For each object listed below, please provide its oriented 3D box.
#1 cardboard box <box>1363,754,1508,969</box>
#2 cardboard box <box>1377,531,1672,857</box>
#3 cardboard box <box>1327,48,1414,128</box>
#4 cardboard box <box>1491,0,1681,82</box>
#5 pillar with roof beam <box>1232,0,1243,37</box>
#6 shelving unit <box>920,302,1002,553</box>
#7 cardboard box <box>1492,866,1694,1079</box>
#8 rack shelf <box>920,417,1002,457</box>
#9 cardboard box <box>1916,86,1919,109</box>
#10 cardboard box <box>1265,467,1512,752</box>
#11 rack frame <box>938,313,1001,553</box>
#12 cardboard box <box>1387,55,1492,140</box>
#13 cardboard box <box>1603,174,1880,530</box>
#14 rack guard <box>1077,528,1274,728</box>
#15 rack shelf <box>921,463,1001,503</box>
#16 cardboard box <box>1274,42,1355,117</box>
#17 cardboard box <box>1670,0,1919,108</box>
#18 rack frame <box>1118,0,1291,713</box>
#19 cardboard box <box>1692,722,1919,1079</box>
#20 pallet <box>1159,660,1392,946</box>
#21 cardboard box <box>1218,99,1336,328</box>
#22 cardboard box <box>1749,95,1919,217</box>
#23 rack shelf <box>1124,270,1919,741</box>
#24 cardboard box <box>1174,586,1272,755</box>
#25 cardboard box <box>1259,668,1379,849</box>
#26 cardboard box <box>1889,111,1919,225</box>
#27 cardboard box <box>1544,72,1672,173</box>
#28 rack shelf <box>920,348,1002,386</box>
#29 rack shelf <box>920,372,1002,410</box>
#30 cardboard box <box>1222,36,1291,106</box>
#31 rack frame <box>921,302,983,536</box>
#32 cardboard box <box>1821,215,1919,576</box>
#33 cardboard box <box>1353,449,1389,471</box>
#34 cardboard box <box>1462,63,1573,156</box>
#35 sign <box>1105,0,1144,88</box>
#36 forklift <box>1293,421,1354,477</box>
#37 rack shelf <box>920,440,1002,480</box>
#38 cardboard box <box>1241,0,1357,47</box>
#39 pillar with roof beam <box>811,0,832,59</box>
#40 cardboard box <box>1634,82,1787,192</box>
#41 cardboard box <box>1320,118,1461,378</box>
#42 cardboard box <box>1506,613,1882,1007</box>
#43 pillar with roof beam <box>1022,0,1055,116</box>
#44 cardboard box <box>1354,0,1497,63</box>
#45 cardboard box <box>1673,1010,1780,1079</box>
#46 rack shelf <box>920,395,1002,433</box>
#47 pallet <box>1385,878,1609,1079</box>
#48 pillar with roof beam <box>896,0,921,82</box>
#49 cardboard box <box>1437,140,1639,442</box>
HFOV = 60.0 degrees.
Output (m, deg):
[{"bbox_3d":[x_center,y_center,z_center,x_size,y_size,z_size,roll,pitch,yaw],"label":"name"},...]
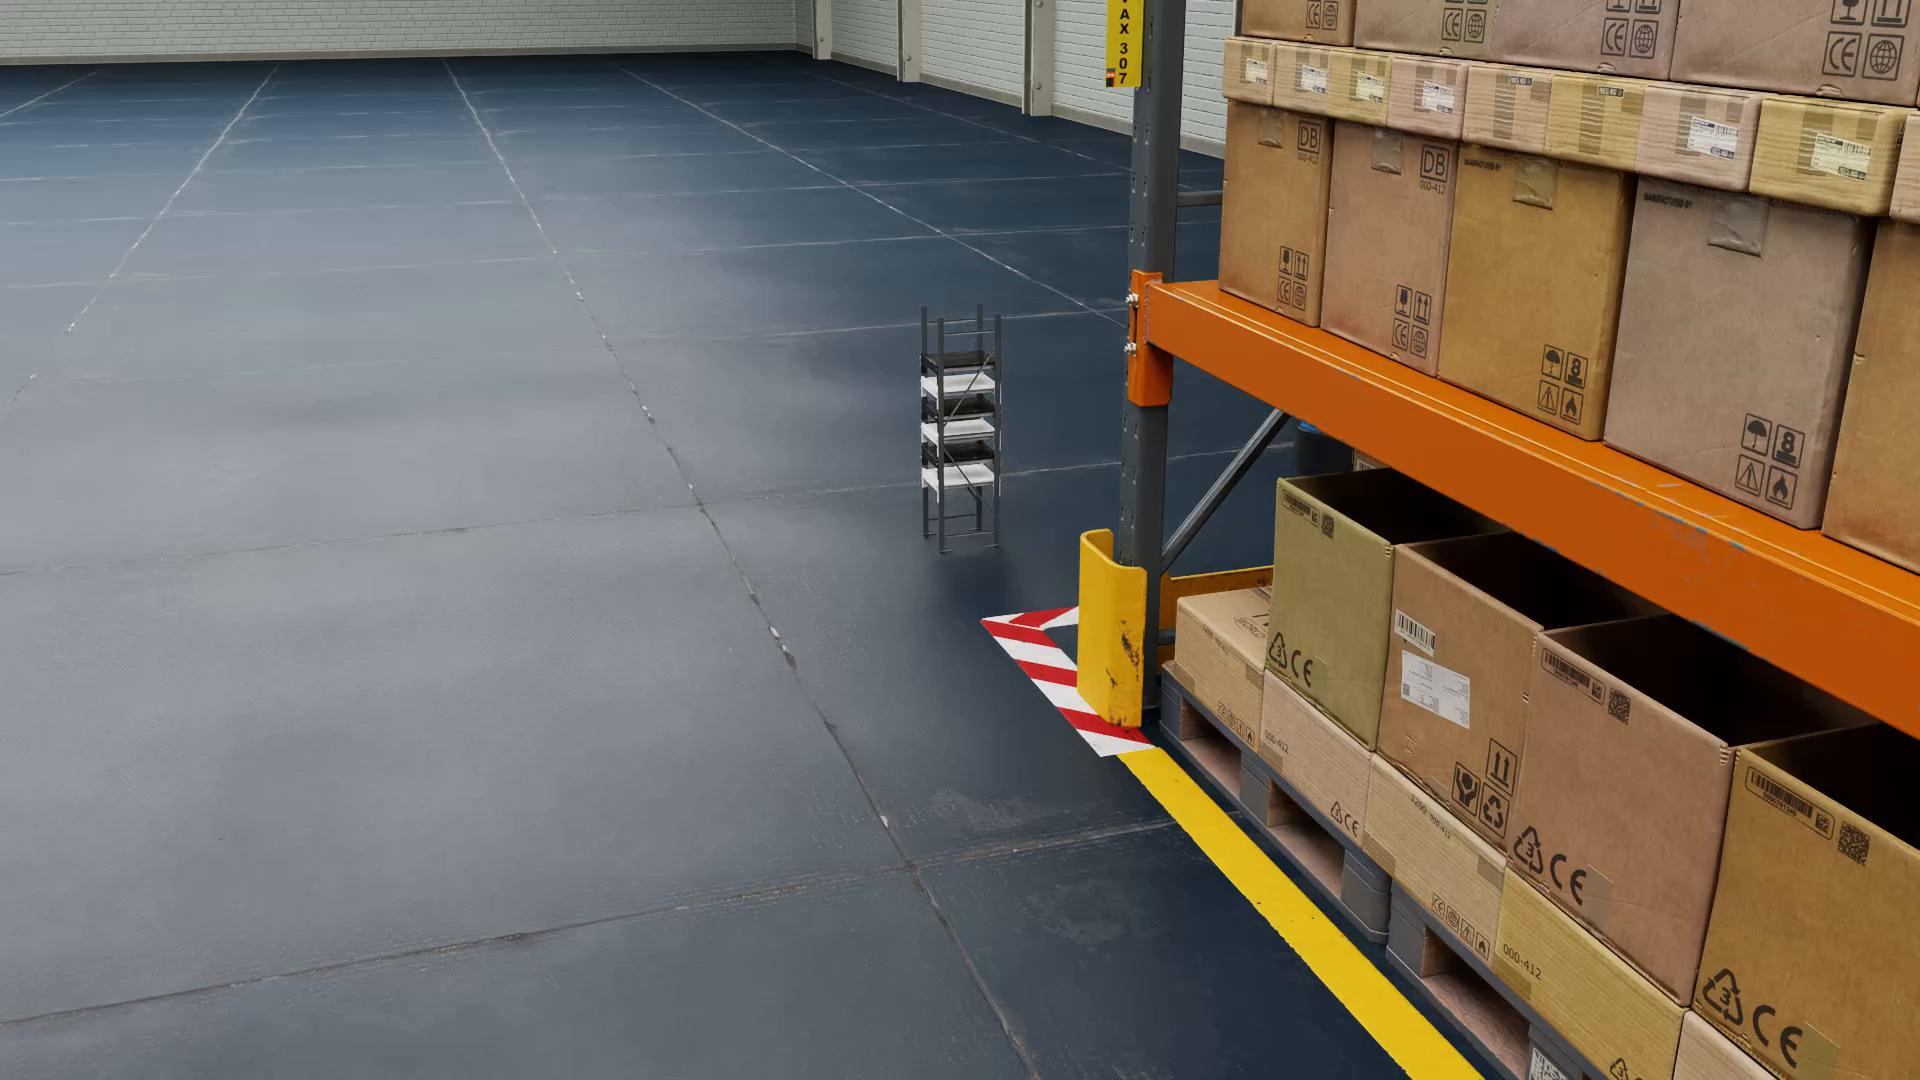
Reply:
[{"bbox_3d":[1.234,0.650,3.617,0.500,0.250,0.500,-6,21,-17],"label":"cardboard box"},{"bbox_3d":[1.245,0.295,3.494,0.500,0.500,0.500,-6,21,-17],"label":"cardboard box"},{"bbox_3d":[1.041,-1.002,3.661,0.380,0.149,0.250,-6,21,-17],"label":"cardboard box"},{"bbox_3d":[1.440,-1.123,3.038,0.700,0.500,0.500,-6,21,-17],"label":"cardboard box"},{"bbox_3d":[-1.156,-7.575,14.193,9.100,9.000,0.400,-6,21,-17],"label":"pillar with roof beam"},{"bbox_3d":[0.003,-0.421,6.257,0.258,0.900,0.210,-6,21,-17],"label":"shelving unit"},{"bbox_3d":[1.387,0.811,3.169,0.500,0.250,0.500,-6,21,-17],"label":"cardboard box"},{"bbox_3d":[0.003,-0.390,6.268,0.258,0.077,0.200,-6,21,-17],"label":"rack shelf"},{"bbox_3d":[1.754,-0.802,2.144,0.700,0.500,0.500,-6,21,-17],"label":"cardboard box"},{"bbox_3d":[1.076,0.136,3.936,0.500,0.500,0.500,-6,21,-17],"label":"cardboard box"},{"bbox_3d":[0.034,-0.388,6.166,0.240,0.900,0.006,-6,21,-17],"label":"rack frame"},{"bbox_3d":[1.118,-0.921,3.435,0.380,0.149,0.250,-7,21,-18],"label":"cardboard box"},{"bbox_3d":[1.583,-0.362,2.840,0.700,0.500,0.500,-6,21,-16],"label":"cardboard box"},{"bbox_3d":[0.952,0.206,5.104,1.175,0.500,0.348,-6,21,-17],"label":"rack guard"},{"bbox_3d":[0.003,-0.220,6.329,0.258,0.077,0.200,-6,21,-17],"label":"rack shelf"},{"bbox_3d":[0.964,-1.082,3.885,0.380,0.149,0.250,-7,21,-19],"label":"cardboard box"},{"bbox_3d":[1.598,-0.962,2.590,0.700,0.500,0.500,-6,21,-17],"label":"cardboard box"},{"bbox_3d":[0.959,-0.963,4.660,1.000,3.000,0.127,-6,21,-17],"label":"rack frame"},{"bbox_3d":[1.557,0.617,2.599,0.500,0.500,0.500,-6,21,-17],"label":"cardboard box"},{"bbox_3d":[1.240,0.590,4.461,1.003,0.211,1.213,-6,21,-17],"label":"pallet"},{"bbox_3d":[1.094,-0.859,4.223,0.700,0.500,0.500,-6,21,-17],"label":"cardboard box"},{"bbox_3d":[1.444,-0.589,2.511,0.380,0.149,0.250,-6,21,-15],"label":"cardboard box"},{"bbox_3d":[1.588,0.017,2.995,1.077,0.370,4.000,-6,21,-17],"label":"rack shelf"},{"bbox_3d":[0.917,0.329,4.509,0.500,0.250,0.500,-6,21,-17],"label":"cardboard box"},{"bbox_3d":[1.078,0.489,4.064,0.500,0.250,0.500,-6,21,-17],"label":"cardboard box"},{"bbox_3d":[1.530,-0.504,2.275,0.380,0.149,0.250,-6,21,-16],"label":"cardboard box"},{"bbox_3d":[1.285,-0.754,2.970,0.380,0.149,0.250,-7,21,-18],"label":"cardboard box"},{"bbox_3d":[0.003,-0.644,6.177,0.258,0.077,0.200,-6,21,-17],"label":"rack shelf"},{"bbox_3d":[0.003,-0.559,6.208,0.258,0.077,0.200,-6,21,-17],"label":"rack shelf"},{"bbox_3d":[0.878,-1.167,4.120,0.380,0.149,0.250,-7,21,-18],"label":"cardboard box"},{"bbox_3d":[-0.029,-0.454,6.348,0.240,0.900,0.006,-6,21,-17],"label":"rack frame"},{"bbox_3d":[1.745,-0.198,2.383,0.700,0.500,0.500,-6,21,-16],"label":"cardboard box"},{"bbox_3d":[1.411,-0.079,4.536,0.500,0.500,0.500,-6,21,-17],"label":"cardboard box"},{"bbox_3d":[1.204,-0.836,3.198,0.380,0.149,0.250,-7,21,-19],"label":"cardboard box"},{"bbox_3d":[0.431,-1.351,4.342,0.100,0.325,0.005,-6,21,-17],"label":"sign"},{"bbox_3d":[2.811,-1.340,5.810,3.031,2.935,1.130,17,26,39],"label":"forklift"},{"bbox_3d":[0.003,-0.305,6.299,0.258,0.077,0.200,-6,21,-17],"label":"rack shelf"},{"bbox_3d":[1.111,-1.453,3.956,0.700,0.500,0.500,-6,21,-17],"label":"cardboard box"},{"bbox_3d":[-6.814,-13.351,30.275,9.100,9.000,0.400,-6,21,-17],"label":"pillar with roof beam"},{"bbox_3d":[1.361,-0.673,2.746,0.380,0.149,0.250,-6,21,-17],"label":"cardboard box"},{"bbox_3d":[1.264,-0.691,3.755,0.700,0.500,0.500,-6,21,-16],"label":"cardboard box"},{"bbox_3d":[1.386,0.458,3.042,0.500,0.500,0.500,-6,21,-17],"label":"cardboard box"},{"bbox_3d":[-3.042,-9.500,19.554,9.100,9.000,0.400,-6,21,-17],"label":"pillar with roof beam"},{"bbox_3d":[1.281,-1.284,3.488,0.700,0.500,0.500,-7,21,-19],"label":"cardboard box"},{"bbox_3d":[1.545,0.971,2.722,0.500,0.250,0.500,-6,21,-17],"label":"cardboard box"},{"bbox_3d":[0.003,-0.474,6.238,0.258,0.077,0.200,-6,21,-17],"label":"rack shelf"},{"bbox_3d":[1.619,0.981,3.373,1.003,0.211,1.213,-6,21,-17],"label":"pallet"},{"bbox_3d":[-4.928,-11.426,24.915,9.100,9.000,0.400,-6,21,-17],"label":"pillar with roof beam"},{"bbox_3d":[1.414,-0.531,3.310,0.700,0.500,0.500,-6,21,-17],"label":"cardboard box"}]
